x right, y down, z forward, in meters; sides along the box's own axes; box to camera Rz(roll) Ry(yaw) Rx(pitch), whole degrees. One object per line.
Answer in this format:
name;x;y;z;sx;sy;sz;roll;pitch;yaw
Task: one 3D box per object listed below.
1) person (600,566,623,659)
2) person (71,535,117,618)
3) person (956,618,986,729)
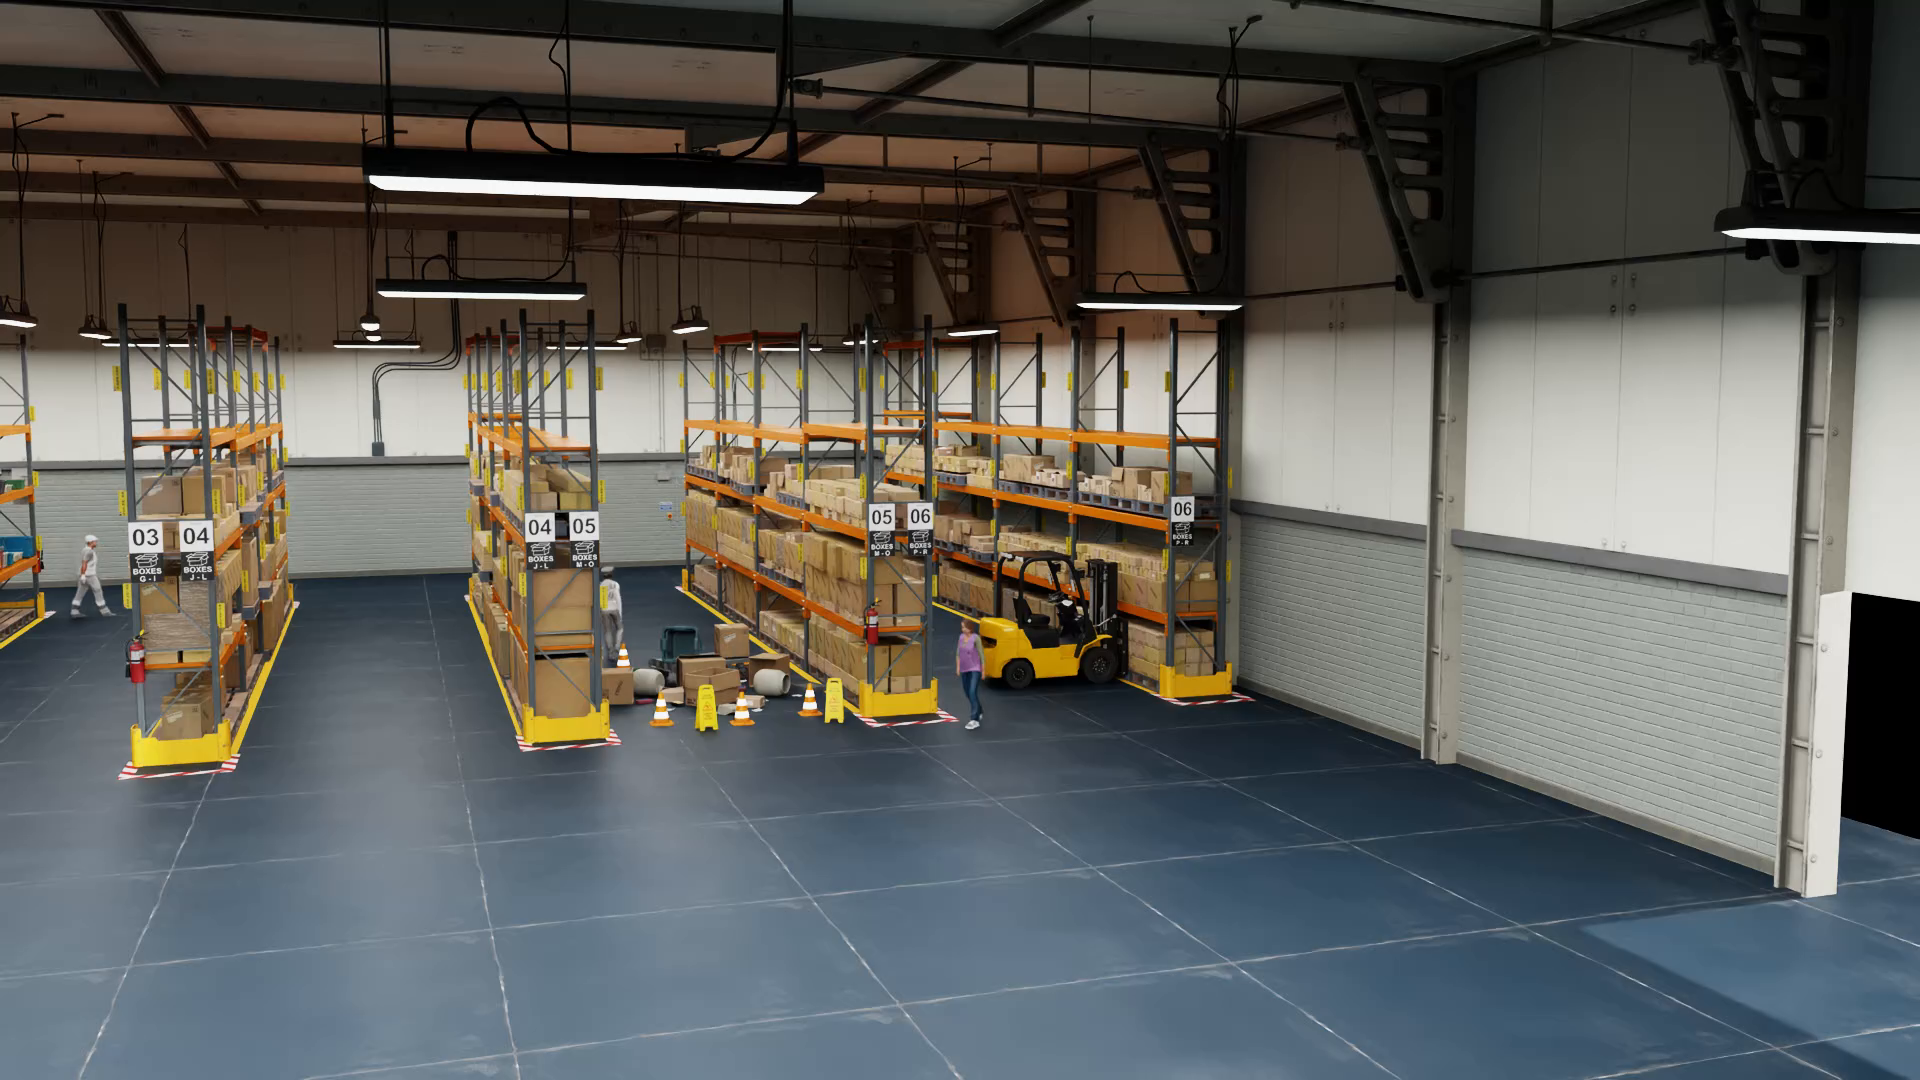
person;-6.327;1.316;30.054;0.528;1.668;0.486;-1;5;-9
person;-18.485;0.769;35.343;0.532;1.764;0.860;5;7;41
person;0.194;1.924;24.319;0.699;1.556;0.521;-5;7;-43
